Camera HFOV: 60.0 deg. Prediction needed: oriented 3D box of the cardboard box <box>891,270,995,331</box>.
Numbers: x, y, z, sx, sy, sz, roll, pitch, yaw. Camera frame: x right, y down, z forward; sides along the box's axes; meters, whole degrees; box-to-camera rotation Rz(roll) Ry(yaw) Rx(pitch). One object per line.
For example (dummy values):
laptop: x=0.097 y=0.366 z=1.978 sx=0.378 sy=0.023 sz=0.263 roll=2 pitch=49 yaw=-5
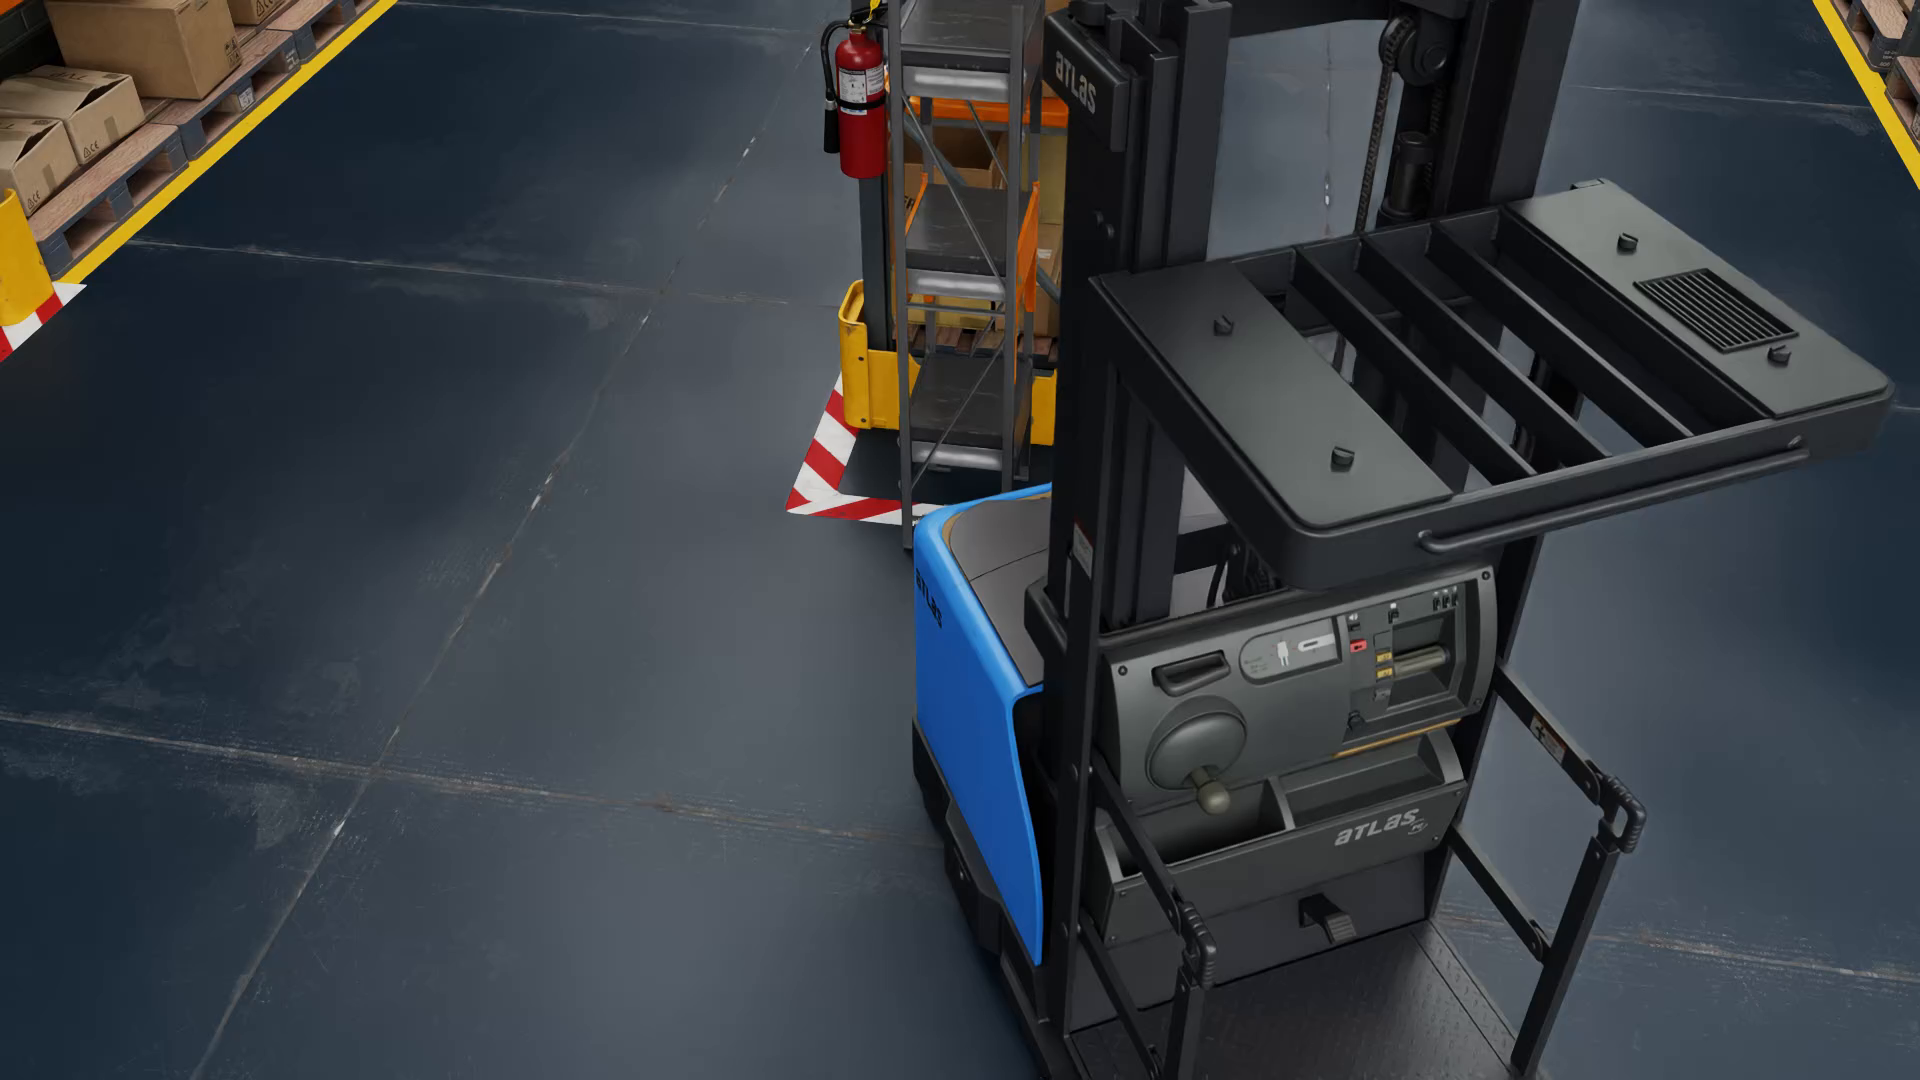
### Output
cardboard box: x=-0.076 y=-1.154 z=7.120 sx=0.500 sy=0.250 sz=0.500 roll=6 pitch=40 yaw=8

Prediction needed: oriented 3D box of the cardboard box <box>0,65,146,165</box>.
cardboard box: x=-4.451 y=-2.142 z=8.251 sx=0.500 sy=0.311 sz=0.500 roll=10 pitch=41 yaw=11

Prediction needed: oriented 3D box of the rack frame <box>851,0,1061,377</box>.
rack frame: x=0.122 y=-1.682 z=5.931 sx=1.000 sy=3.000 sz=0.127 roll=6 pitch=40 yaw=8

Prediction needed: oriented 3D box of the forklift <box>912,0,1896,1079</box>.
forklift: x=0.835 y=0.397 z=3.469 sx=1.130 sy=2.935 sz=3.031 roll=-13 pitch=41 yaw=-15

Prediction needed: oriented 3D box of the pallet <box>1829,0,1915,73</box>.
pallet: x=5.790 y=-3.067 z=9.793 sx=1.003 sy=0.211 sz=1.213 roll=6 pitch=40 yaw=8

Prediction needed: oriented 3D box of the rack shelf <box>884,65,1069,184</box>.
rack shelf: x=0.468 y=-2.660 z=7.678 sx=1.077 sy=0.370 sz=4.000 roll=6 pitch=40 yaw=8

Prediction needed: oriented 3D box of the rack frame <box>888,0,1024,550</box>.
rack frame: x=-0.014 y=-0.760 z=5.521 sx=0.400 sy=2.100 sz=0.015 roll=6 pitch=40 yaw=8

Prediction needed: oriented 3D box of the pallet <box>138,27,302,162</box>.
pallet: x=-4.356 y=-2.469 z=9.070 sx=1.003 sy=0.211 sz=1.213 roll=6 pitch=40 yaw=8

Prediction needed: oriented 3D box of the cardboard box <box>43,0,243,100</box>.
cardboard box: x=-4.275 y=-2.669 z=8.741 sx=0.700 sy=0.500 sz=0.500 roll=4 pitch=40 yaw=5

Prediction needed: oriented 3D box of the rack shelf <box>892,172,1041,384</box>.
rack shelf: x=0.029 y=-0.903 z=5.715 sx=0.431 sy=0.518 sz=0.480 roll=6 pitch=40 yaw=8

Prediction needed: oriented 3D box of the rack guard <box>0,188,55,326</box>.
rack guard: x=-4.745 y=-1.311 z=7.443 sx=1.175 sy=0.500 sz=0.348 roll=6 pitch=40 yaw=8

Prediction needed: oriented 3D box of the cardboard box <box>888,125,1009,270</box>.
cardboard box: x=-0.079 y=-1.443 z=6.881 sx=0.500 sy=0.500 sz=0.500 roll=6 pitch=40 yaw=8

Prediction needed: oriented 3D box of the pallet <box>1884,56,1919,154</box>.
pallet: x=5.535 y=-2.153 z=8.688 sx=1.003 sy=0.211 sz=1.213 roll=6 pitch=40 yaw=8

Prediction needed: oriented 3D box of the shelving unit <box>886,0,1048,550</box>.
shelving unit: x=0.029 y=-0.913 z=5.707 sx=0.431 sy=2.100 sz=0.503 roll=6 pitch=40 yaw=8

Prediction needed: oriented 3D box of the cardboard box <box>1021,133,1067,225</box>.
cardboard box: x=0.518 y=-1.700 z=7.191 sx=0.500 sy=0.500 sz=0.500 roll=6 pitch=40 yaw=8

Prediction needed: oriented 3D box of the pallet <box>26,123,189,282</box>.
pallet: x=-4.569 y=-1.705 z=8.147 sx=1.003 sy=0.211 sz=1.213 roll=6 pitch=40 yaw=8

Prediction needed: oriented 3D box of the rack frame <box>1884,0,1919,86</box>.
rack frame: x=5.692 y=-3.644 z=8.304 sx=1.000 sy=3.000 sz=0.127 roll=6 pitch=40 yaw=8

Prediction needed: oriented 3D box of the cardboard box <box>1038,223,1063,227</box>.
cardboard box: x=0.517 y=-1.411 z=7.431 sx=0.500 sy=0.250 sz=0.500 roll=6 pitch=40 yaw=8

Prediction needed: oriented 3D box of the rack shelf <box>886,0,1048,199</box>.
rack shelf: x=0.029 y=-1.442 z=5.269 sx=0.431 sy=0.518 sz=0.480 roll=6 pitch=40 yaw=8

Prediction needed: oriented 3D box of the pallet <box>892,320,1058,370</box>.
pallet: x=0.213 y=-1.092 z=7.405 sx=1.003 sy=0.211 sz=1.213 roll=6 pitch=40 yaw=8

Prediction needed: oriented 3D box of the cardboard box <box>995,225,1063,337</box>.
cardboard box: x=0.434 y=-1.097 z=7.051 sx=0.500 sy=0.250 sz=0.500 roll=6 pitch=40 yaw=8

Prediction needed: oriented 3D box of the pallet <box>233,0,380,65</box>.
pallet: x=-4.147 y=-3.237 z=9.999 sx=1.003 sy=0.211 sz=1.213 roll=6 pitch=40 yaw=8

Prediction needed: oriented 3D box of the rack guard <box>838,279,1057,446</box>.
rack guard: x=0.118 y=-0.704 z=6.709 sx=1.175 sy=0.500 sz=0.348 roll=6 pitch=40 yaw=8

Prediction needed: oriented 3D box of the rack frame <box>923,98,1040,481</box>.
rack frame: x=0.071 y=-1.066 z=5.892 sx=0.400 sy=2.100 sz=0.015 roll=6 pitch=40 yaw=8

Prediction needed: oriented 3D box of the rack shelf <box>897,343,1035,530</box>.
rack shelf: x=0.029 y=-0.363 z=6.161 sx=0.431 sy=0.518 sz=0.480 roll=6 pitch=40 yaw=8

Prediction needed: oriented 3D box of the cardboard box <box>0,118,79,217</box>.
cardboard box: x=-4.550 y=-1.784 z=7.818 sx=0.500 sy=0.311 sz=0.500 roll=2 pitch=40 yaw=3

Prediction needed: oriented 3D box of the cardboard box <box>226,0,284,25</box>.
cardboard box: x=-4.206 y=-3.287 z=9.488 sx=0.500 sy=0.500 sz=0.500 roll=4 pitch=40 yaw=4

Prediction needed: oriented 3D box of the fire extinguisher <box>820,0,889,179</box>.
fire extinguisher: x=-0.356 y=-1.630 z=5.928 sx=0.296 sy=0.674 sz=0.183 roll=6 pitch=40 yaw=8

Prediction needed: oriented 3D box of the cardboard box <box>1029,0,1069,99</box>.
cardboard box: x=0.215 y=-2.012 z=6.252 sx=0.700 sy=0.500 sz=0.500 roll=6 pitch=40 yaw=8
